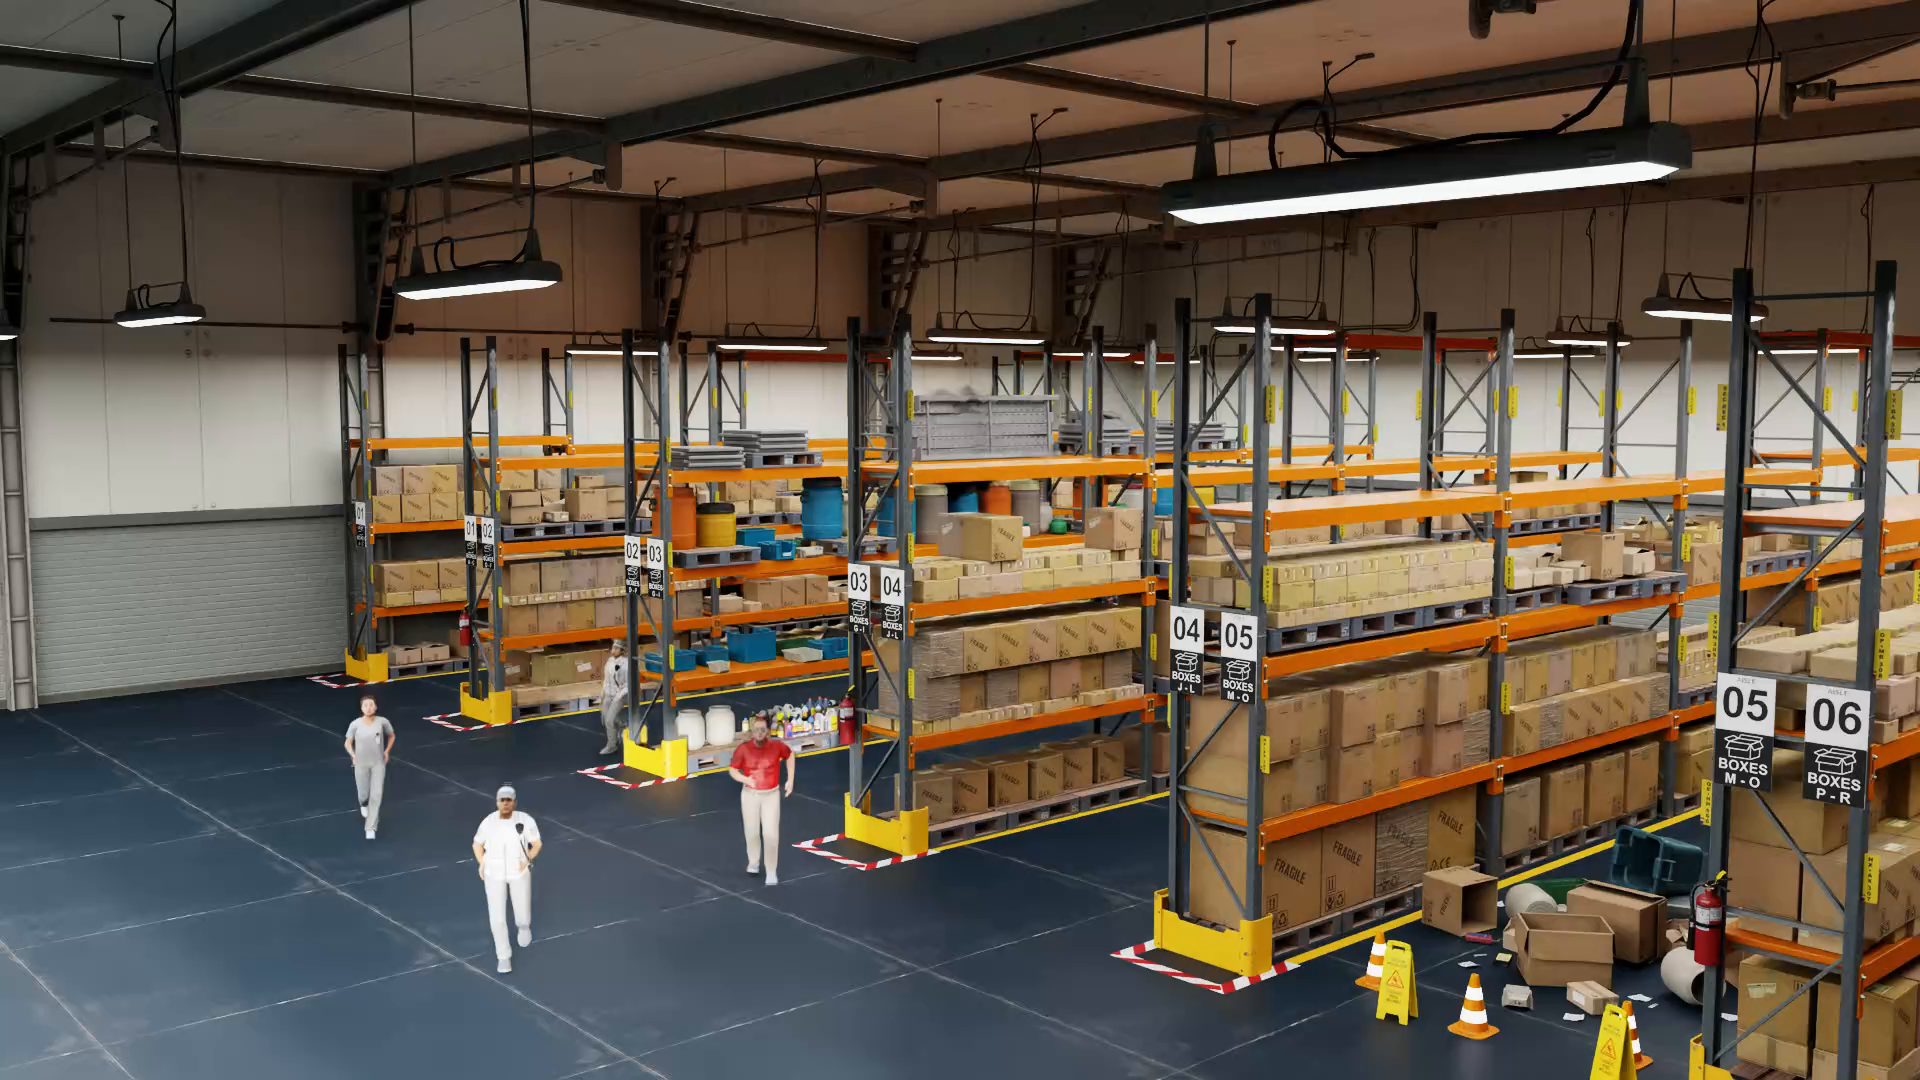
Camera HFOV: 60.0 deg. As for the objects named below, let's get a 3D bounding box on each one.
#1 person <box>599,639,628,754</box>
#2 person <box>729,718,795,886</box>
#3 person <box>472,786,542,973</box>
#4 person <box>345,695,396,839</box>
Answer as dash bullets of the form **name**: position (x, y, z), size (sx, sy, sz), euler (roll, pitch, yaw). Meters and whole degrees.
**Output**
- **person**: position (-4.859, 2.226, 23.829), size (0.646, 1.673, 0.564), euler (3, 6, 33)
- **person**: position (-2.081, 2.773, 17.503), size (0.682, 1.820, 0.772), euler (-1, 5, -6)
- **person**: position (-4.083, 3.023, 14.997), size (0.611, 1.606, 0.664), euler (-1, 5, -11)
- **person**: position (-6.862, 2.617, 19.378), size (0.565, 1.637, 0.776), euler (-2, 6, -22)
